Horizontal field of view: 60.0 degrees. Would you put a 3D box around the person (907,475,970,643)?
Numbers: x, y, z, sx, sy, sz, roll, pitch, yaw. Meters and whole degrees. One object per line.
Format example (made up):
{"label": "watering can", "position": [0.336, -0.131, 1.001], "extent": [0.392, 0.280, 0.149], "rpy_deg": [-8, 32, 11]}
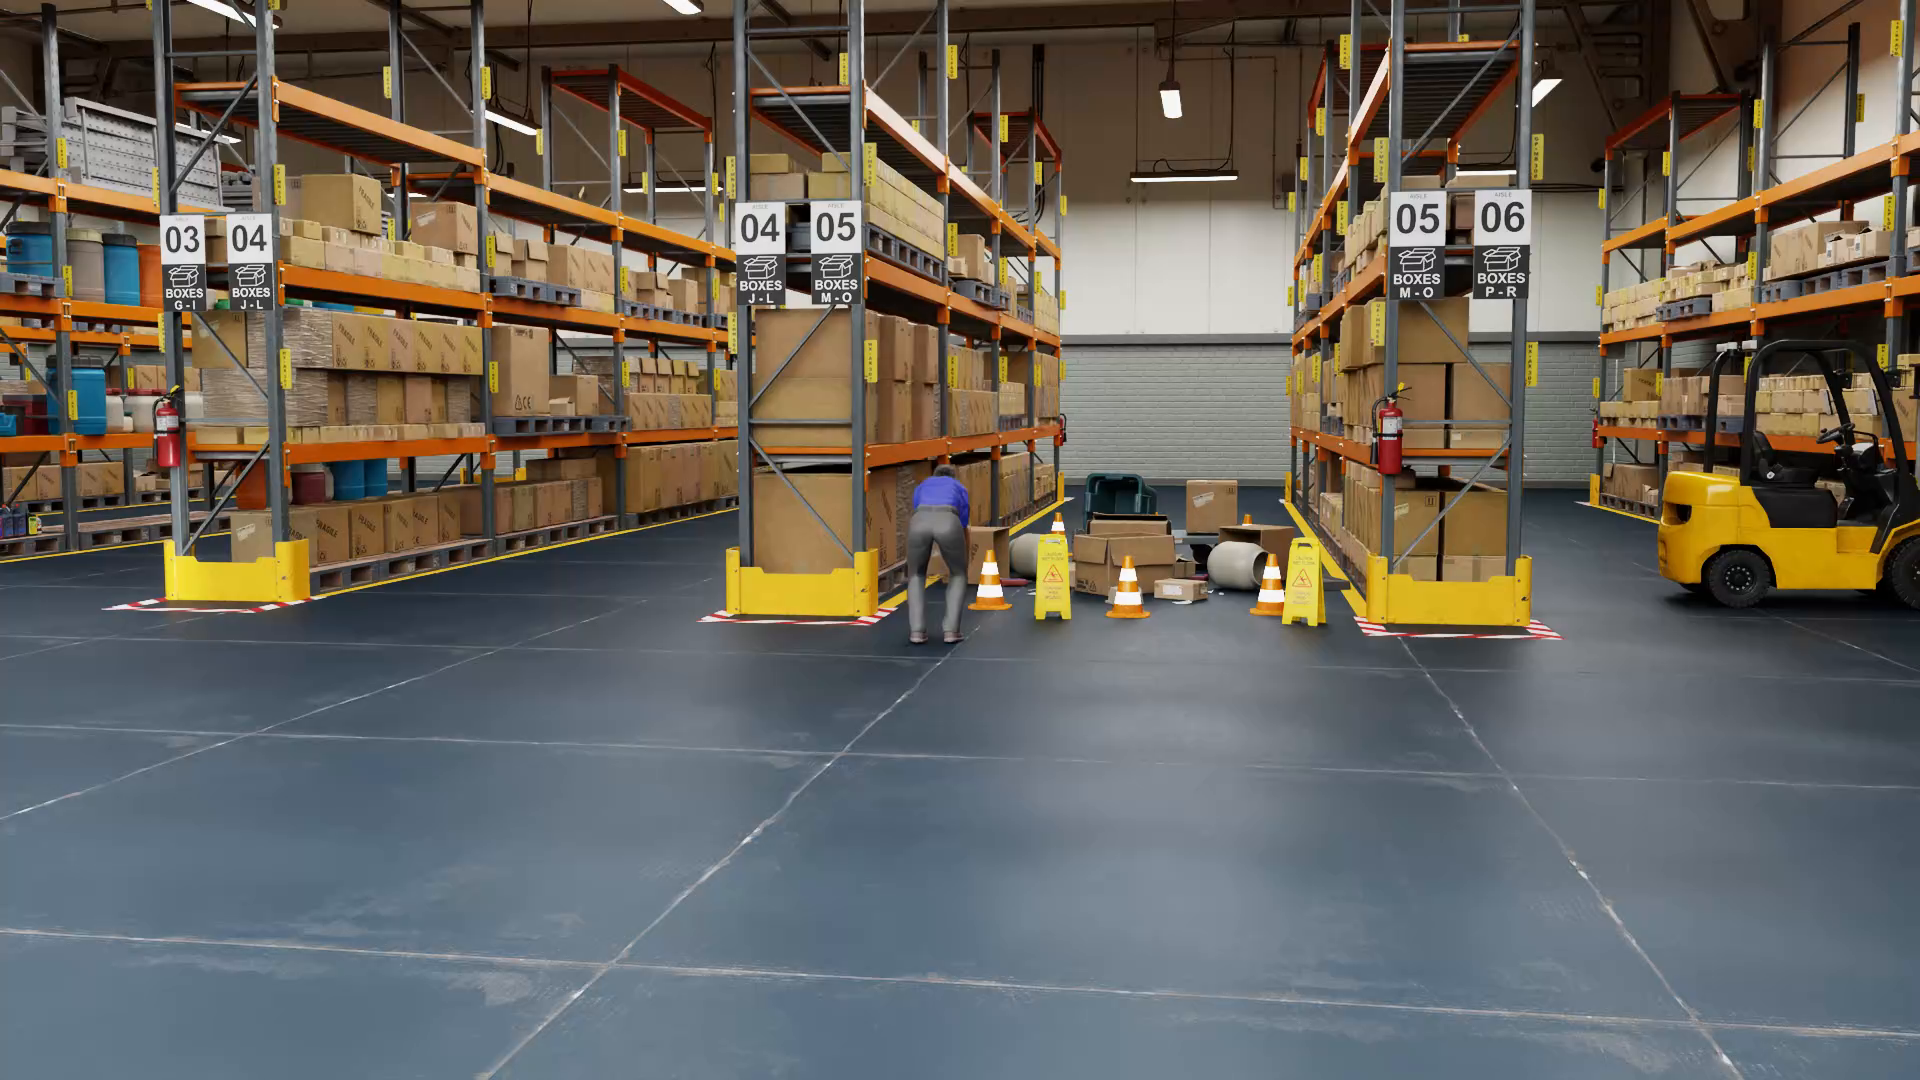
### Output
{"label": "person", "position": [-0.155, 0.132, 11.516], "extent": [0.422, 1.148, 0.625], "rpy_deg": [1, 5, 7]}
